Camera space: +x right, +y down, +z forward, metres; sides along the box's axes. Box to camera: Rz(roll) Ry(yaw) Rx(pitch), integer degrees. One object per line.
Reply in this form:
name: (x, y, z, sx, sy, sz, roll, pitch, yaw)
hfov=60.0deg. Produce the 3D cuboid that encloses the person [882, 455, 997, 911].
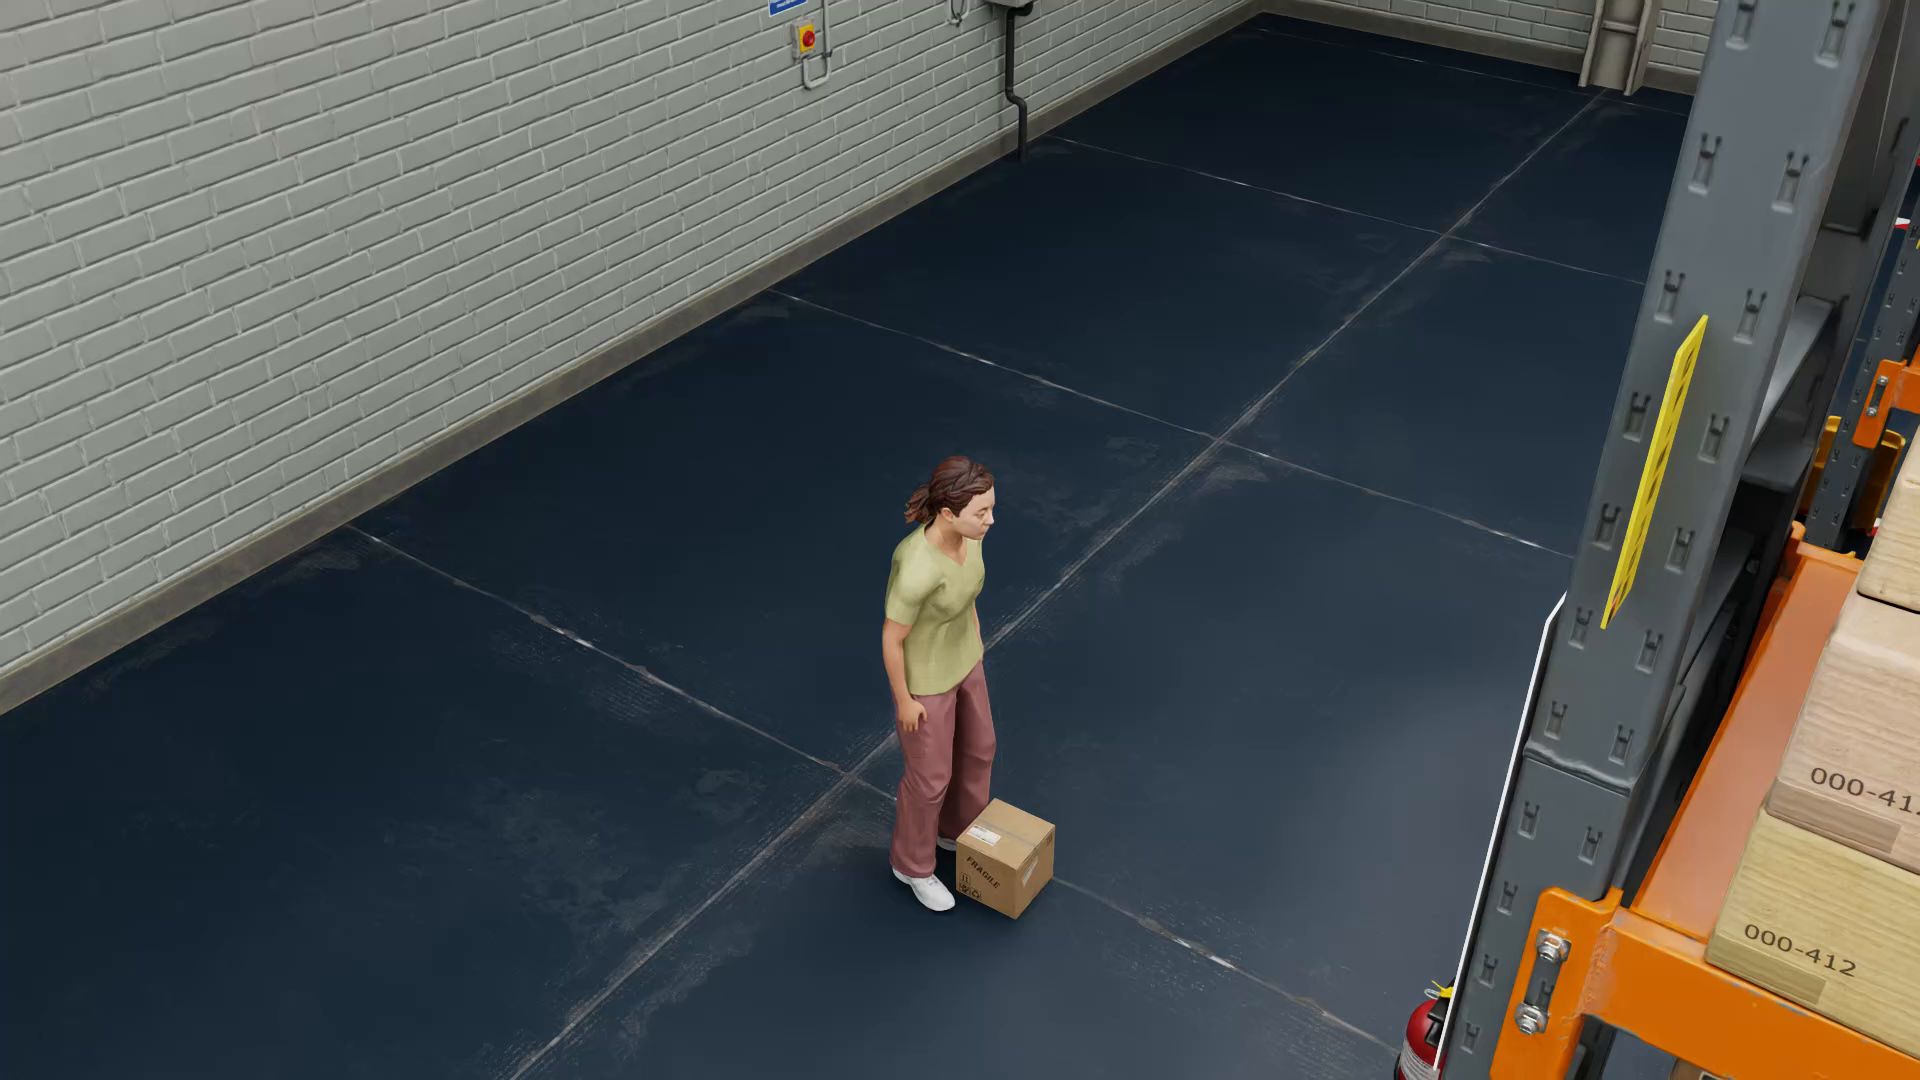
person: (-0.028, 0.454, 5.491, 0.416, 1.671, 0.509, 19, 39, 26)
